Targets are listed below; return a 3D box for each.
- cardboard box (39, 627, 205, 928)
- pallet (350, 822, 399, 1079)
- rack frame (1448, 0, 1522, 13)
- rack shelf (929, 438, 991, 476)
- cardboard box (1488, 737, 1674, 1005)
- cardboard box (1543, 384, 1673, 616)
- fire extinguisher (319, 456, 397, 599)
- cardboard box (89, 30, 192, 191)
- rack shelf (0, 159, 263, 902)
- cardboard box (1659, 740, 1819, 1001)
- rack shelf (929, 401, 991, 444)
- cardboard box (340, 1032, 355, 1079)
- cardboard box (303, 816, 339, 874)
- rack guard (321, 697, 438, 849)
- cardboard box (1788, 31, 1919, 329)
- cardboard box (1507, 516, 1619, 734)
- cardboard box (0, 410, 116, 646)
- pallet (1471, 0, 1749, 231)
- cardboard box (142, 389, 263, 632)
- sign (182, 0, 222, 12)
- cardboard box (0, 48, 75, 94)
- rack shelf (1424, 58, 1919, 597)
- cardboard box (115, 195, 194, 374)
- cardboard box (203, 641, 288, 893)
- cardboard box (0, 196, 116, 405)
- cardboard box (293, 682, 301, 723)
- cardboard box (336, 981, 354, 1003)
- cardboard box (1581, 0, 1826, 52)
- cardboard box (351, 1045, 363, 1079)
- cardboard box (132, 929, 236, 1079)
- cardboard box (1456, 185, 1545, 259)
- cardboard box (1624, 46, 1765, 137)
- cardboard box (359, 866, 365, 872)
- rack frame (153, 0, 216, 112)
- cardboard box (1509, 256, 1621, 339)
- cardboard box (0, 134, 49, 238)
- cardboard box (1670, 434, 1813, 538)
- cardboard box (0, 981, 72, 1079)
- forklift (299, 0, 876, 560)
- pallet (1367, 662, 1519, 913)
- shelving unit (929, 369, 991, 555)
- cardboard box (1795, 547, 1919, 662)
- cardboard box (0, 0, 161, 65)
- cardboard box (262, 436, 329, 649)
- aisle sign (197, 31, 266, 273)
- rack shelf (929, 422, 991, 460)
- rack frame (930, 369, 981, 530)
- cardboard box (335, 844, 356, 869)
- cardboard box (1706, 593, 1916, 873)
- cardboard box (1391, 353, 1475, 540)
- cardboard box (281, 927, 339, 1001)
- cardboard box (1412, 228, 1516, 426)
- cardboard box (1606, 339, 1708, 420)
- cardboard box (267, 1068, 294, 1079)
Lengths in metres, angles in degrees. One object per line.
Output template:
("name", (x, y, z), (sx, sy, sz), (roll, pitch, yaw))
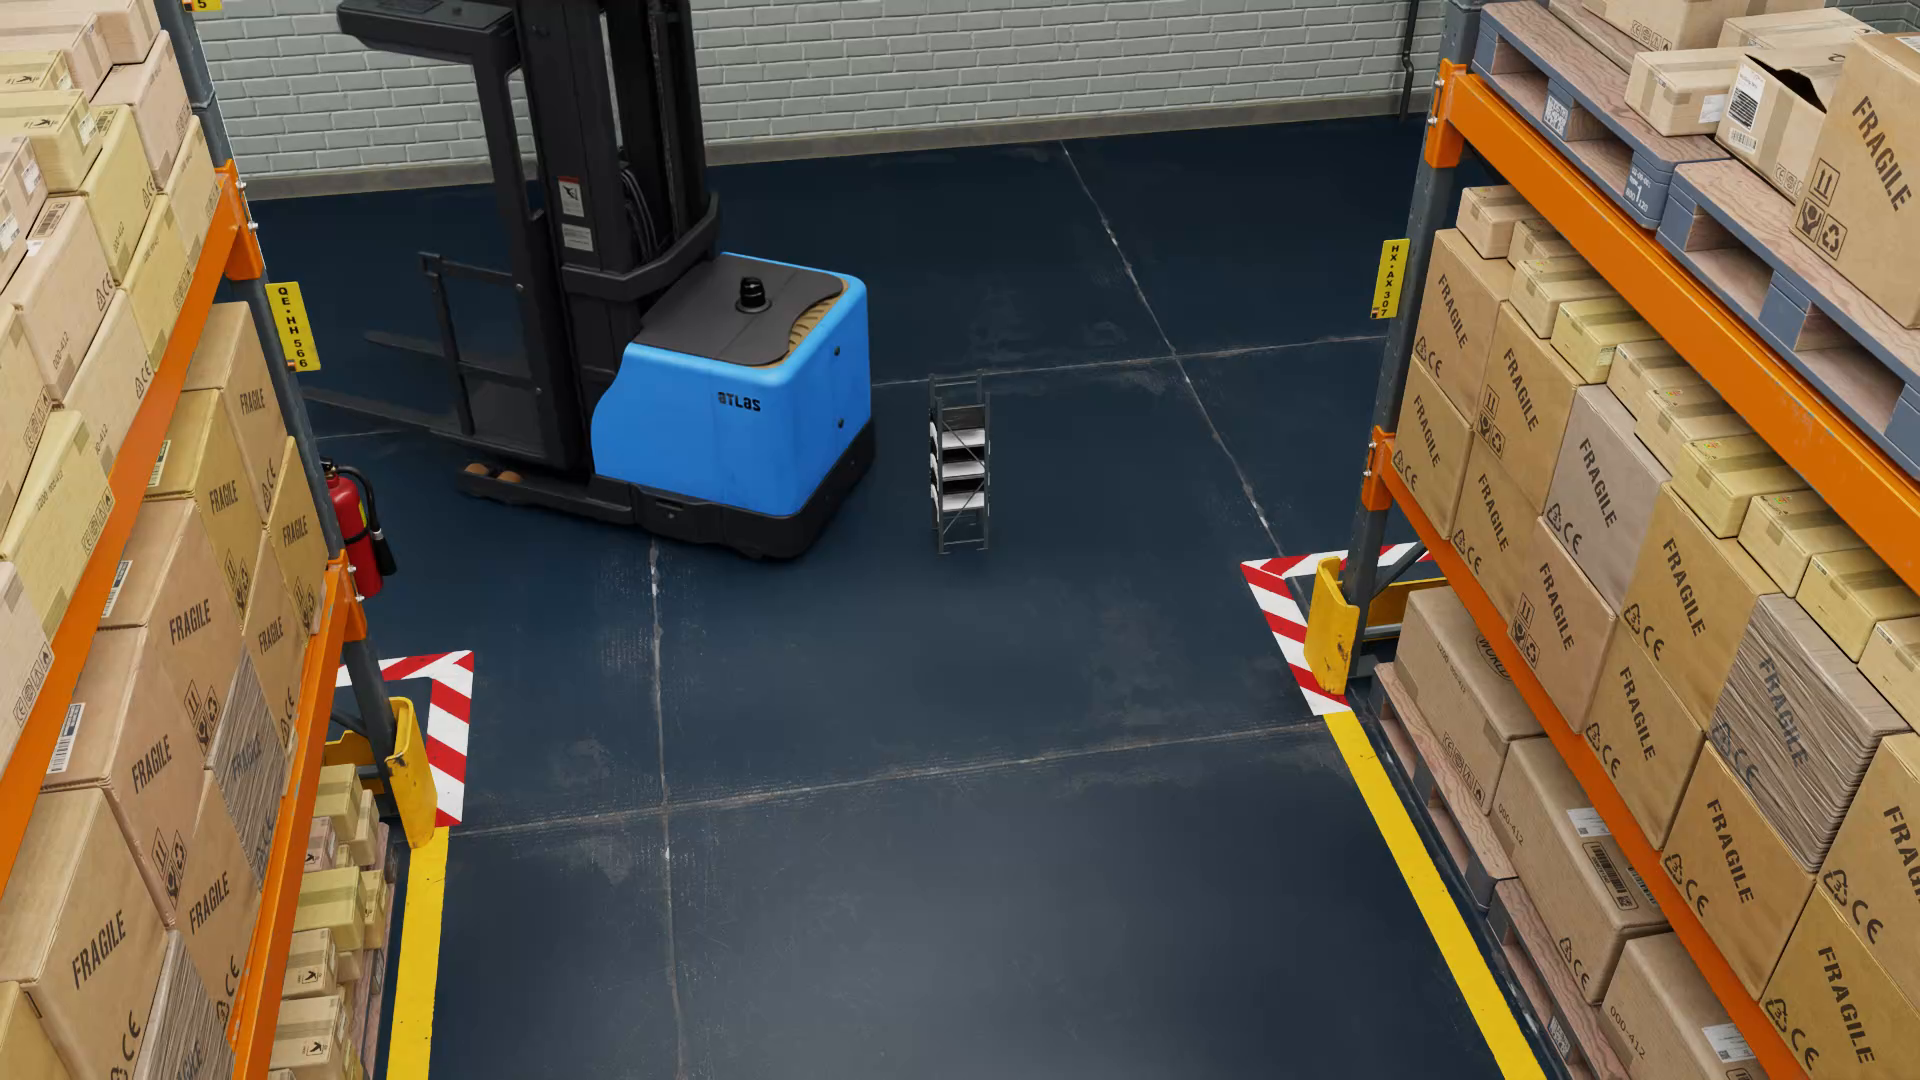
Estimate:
("cardboard box", (-2.100, 0.578, 3.822), (0.500, 0.500, 0.500), (-7, 38, -10))
("pallet", (-2.589, 1.583, 5.940), (1.003, 0.211, 1.213), (-6, 38, -8))
("rack frame", (2.146, -3.021, 4.703), (1.000, 3.000, 0.127), (-6, 38, -8))
("rack shelf", (-0.001, -0.405, 7.845), (0.258, 0.077, 0.200), (-6, 38, -8))
("cardboard box", (2.529, 1.134, 5.991), (0.875, 0.438, 0.875), (-5, 38, -7))
("cardboard box", (2.145, -0.144, 4.994), (0.500, 0.500, 0.500), (-7, 38, -8))
("fire extinguisher", (-2.299, -0.082, 6.178), (0.296, 0.674, 0.183), (-6, 38, -8))
("cardboard box", (-2.378, -1.130, 4.429), (0.500, 0.250, 0.500), (-7, 38, -9))
("rack shelf", (-2.359, 0.249, 3.525), (1.077, 0.370, 4.000), (-6, 38, -8))
("cardboard box", (2.316, 0.860, 4.516), (0.500, 0.500, 0.500), (-7, 38, -9))
("rack shelf", (-0.001, -0.547, 7.735), (0.258, 0.077, 0.200), (-6, 38, -8))
("cardboard box", (-2.140, 1.698, 5.259), (0.380, 0.149, 0.250), (-6, 38, -7))
("cardboard box", (-2.380, 1.117, 5.763), (0.380, 0.149, 0.250), (-6, 38, -7))
("rack guard", (-2.696, 0.975, 6.488), (1.175, 0.500, 0.348), (-6, 38, -8))
("cardboard box", (2.352, -0.847, 3.845), (0.500, 0.500, 0.500), (-6, 38, -7))
("cardboard box", (2.135, 0.241, 5.313), (0.500, 0.500, 0.500), (-6, 38, -8))
("cardboard box", (-2.086, -0.010, 3.395), (0.500, 0.250, 0.500), (-5, 38, -6))
("pallet", (2.287, -1.354, 5.075), (1.003, 0.211, 1.213), (-6, 38, -8))
("cardboard box", (-2.295, -0.054, 4.636), (0.500, 0.500, 0.500), (-7, 38, -9))
("sign", (-2.160, -1.640, 4.649), (0.100, 0.325, 0.005), (-6, 38, -8))
("cardboard box", (-2.369, -1.055, 4.007), (0.380, 0.149, 0.250), (-7, 38, -9))
("rack shelf", (2.497, -0.344, 4.289), (1.077, 0.370, 4.000), (-6, 38, -8))
("cardboard box", (-2.273, -0.630, 4.193), (0.500, 0.250, 0.500), (-6, 38, -8))
("cardboard box", (-2.194, 0.645, 4.550), (0.500, 0.500, 0.500), (-6, 38, -8))
("cardboard box", (-2.200, -0.512, 3.633), (0.500, 0.250, 0.500), (-6, 38, -7))
("cardboard box", (-2.309, 0.512, 5.251), (0.380, 0.149, 0.250), (-7, 38, -8))
("cardboard box", (-2.306, 1.511, 5.742), (0.380, 0.149, 0.250), (-6, 38, -8))
("cardboard box", (2.314, -1.720, 5.173), (0.500, 0.250, 0.500), (-10, 39, -12))
("cardboard box", (-2.143, 1.806, 5.362), (0.380, 0.149, 0.250), (-8, 39, -10))
("cardboard box", (-1.994, 1.268, 3.748), (0.500, 0.500, 0.500), (-7, 38, -9))
("cardboard box", (1.936, -1.098, 5.693), (0.380, 0.149, 0.250), (-5, 38, -7))
("cardboard box", (2.111, -1.260, 4.663), (0.380, 0.149, 0.250), (-5, 38, -6))
("cardboard box", (-2.412, 1.197, 6.145), (0.380, 0.149, 0.250), (-6, 38, -7))
("rack frame", (-2.709, -2.427, 3.939), (1.000, 3.000, 0.127), (-6, 38, -8))
("cardboard box", (1.985, -0.778, 5.281), (0.380, 0.149, 0.250), (-5, 38, -7))
("cardboard box", (-2.231, -0.747, 3.612), (0.380, 0.149, 0.250), (-7, 38, -9))
("cardboard box", (2.166, -0.157, 4.481), (0.380, 0.149, 0.250), (-7, 38, -9))
("cardboard box", (-1.953, 1.196, 3.027), (0.500, 0.500, 0.500), (-7, 38, -9))
("forklift", (-2.008, -1.624, 7.851), (3.031, 2.935, 1.130), (13, 40, 16))
("pallet", (2.363, 0.924, 6.788), (1.003, 0.211, 1.213), (-6, 38, -8))
("shelving unit", (-0.001, -0.360, 7.880), (0.258, 0.900, 0.210), (-6, 38, -8))
("cardboard box", (2.318, 0.143, 4.095), (0.380, 0.149, 0.250), (-7, 38, -9))
("cardboard box", (-2.362, -1.369, 4.412), (0.380, 0.149, 0.250), (-7, 38, -8))
("cardboard box", (-2.377, 0.029, 5.344), (0.500, 0.500, 0.500), (-5, 38, -7))
("aisle sign", (-2.427, -1.161, 5.081), (0.394, 0.787, 0.004), (-6, 38, -8))
("rack shelf", (-0.001, -0.476, 7.790), (0.258, 0.077, 0.200), (-6, 38, -8))
("rack frame", (-0.019, -0.422, 7.959), (0.240, 0.900, 0.006), (-6, 38, -8))
("cardboard box", (-2.343, 1.236, 5.853), (0.380, 0.149, 0.250), (-7, 38, -9))
("cardboard box", (2.313, 0.461, 4.215), (0.500, 0.500, 0.500), (-6, 38, -7))
("cardboard box", (1.948, -0.370, 6.100), (0.500, 0.500, 0.500), (-7, 38, -8))
("cardboard box", (-2.226, 1.423, 5.369), (0.380, 0.149, 0.250), (-8, 39, -10))
("cardboard box", (1.950, -0.765, 5.794), (0.500, 0.500, 0.500), (-7, 38, -9))
("cardboard box", (2.147, -0.468, 4.882), (0.380, 0.149, 0.250), (-6, 38, -8))
("cardboard box", (-2.187, 1.751, 4.948), (0.380, 0.149, 0.250), (-7, 38, -9))
